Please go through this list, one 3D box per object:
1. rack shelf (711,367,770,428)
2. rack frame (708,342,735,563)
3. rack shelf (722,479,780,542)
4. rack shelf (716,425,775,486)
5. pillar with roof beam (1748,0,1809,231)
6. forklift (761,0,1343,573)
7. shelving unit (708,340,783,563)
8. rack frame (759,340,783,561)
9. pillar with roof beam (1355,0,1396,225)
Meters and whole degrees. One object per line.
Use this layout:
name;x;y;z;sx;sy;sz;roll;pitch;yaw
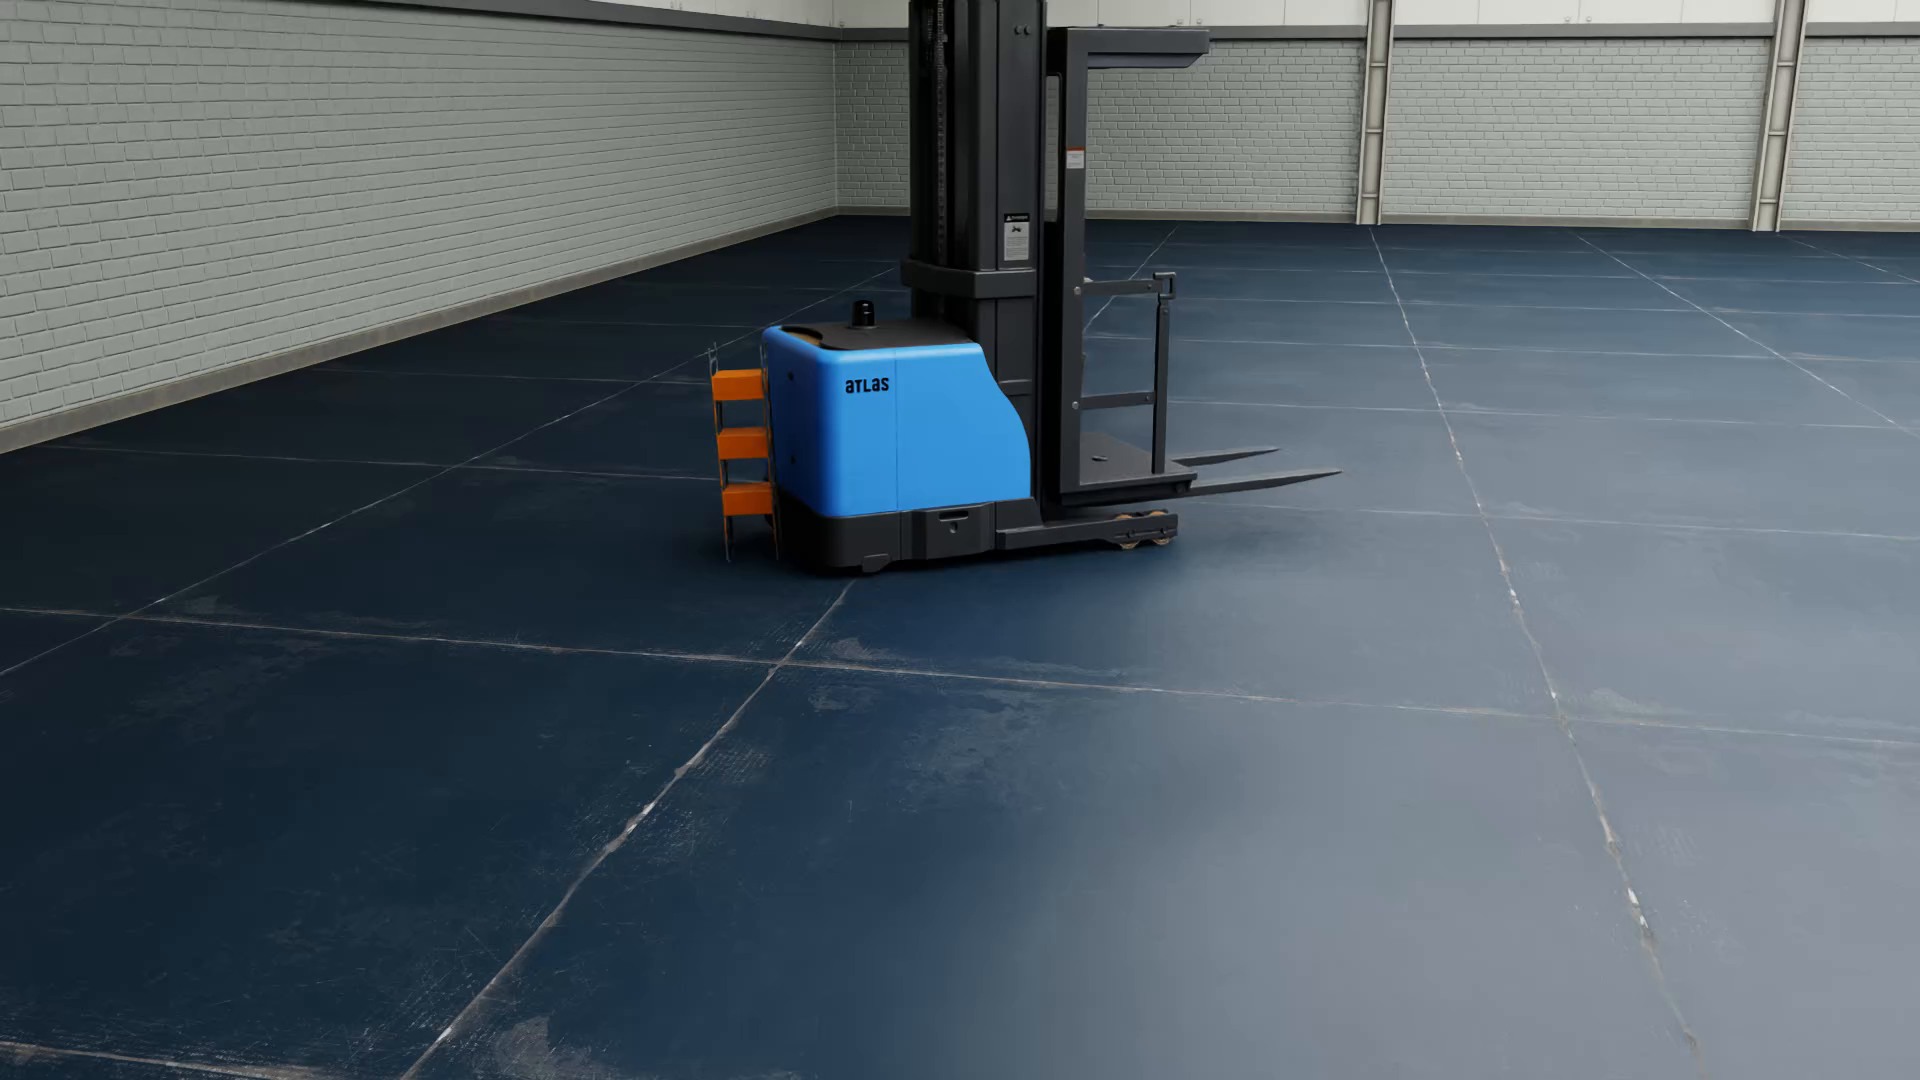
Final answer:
rack shelf;-1.047;-0.689;7.970;0.240;0.259;0.215;-3;15;2
rack frame;-1.155;-0.421;8.046;0.008;1.050;0.200;-3;15;2
rack shelf;-1.018;-0.149;8.119;0.240;0.259;0.215;-3;15;2
rack shelf;-1.032;-0.416;8.045;0.240;0.259;0.215;-3;15;2
pillar with roof beam;11.662;-8.037;20.650;0.400;9.000;9.100;3;16;11
forklift;0.556;-1.493;8.393;3.031;2.935;1.130;-7;17;-22
shelving unit;-1.033;-0.426;8.043;0.252;1.050;0.215;-3;15;2
rack frame;-0.911;-0.432;8.039;0.008;1.050;0.200;-3;15;2
pillar with roof beam;5.782;-8.357;21.803;0.400;9.000;9.100;3;16;11
